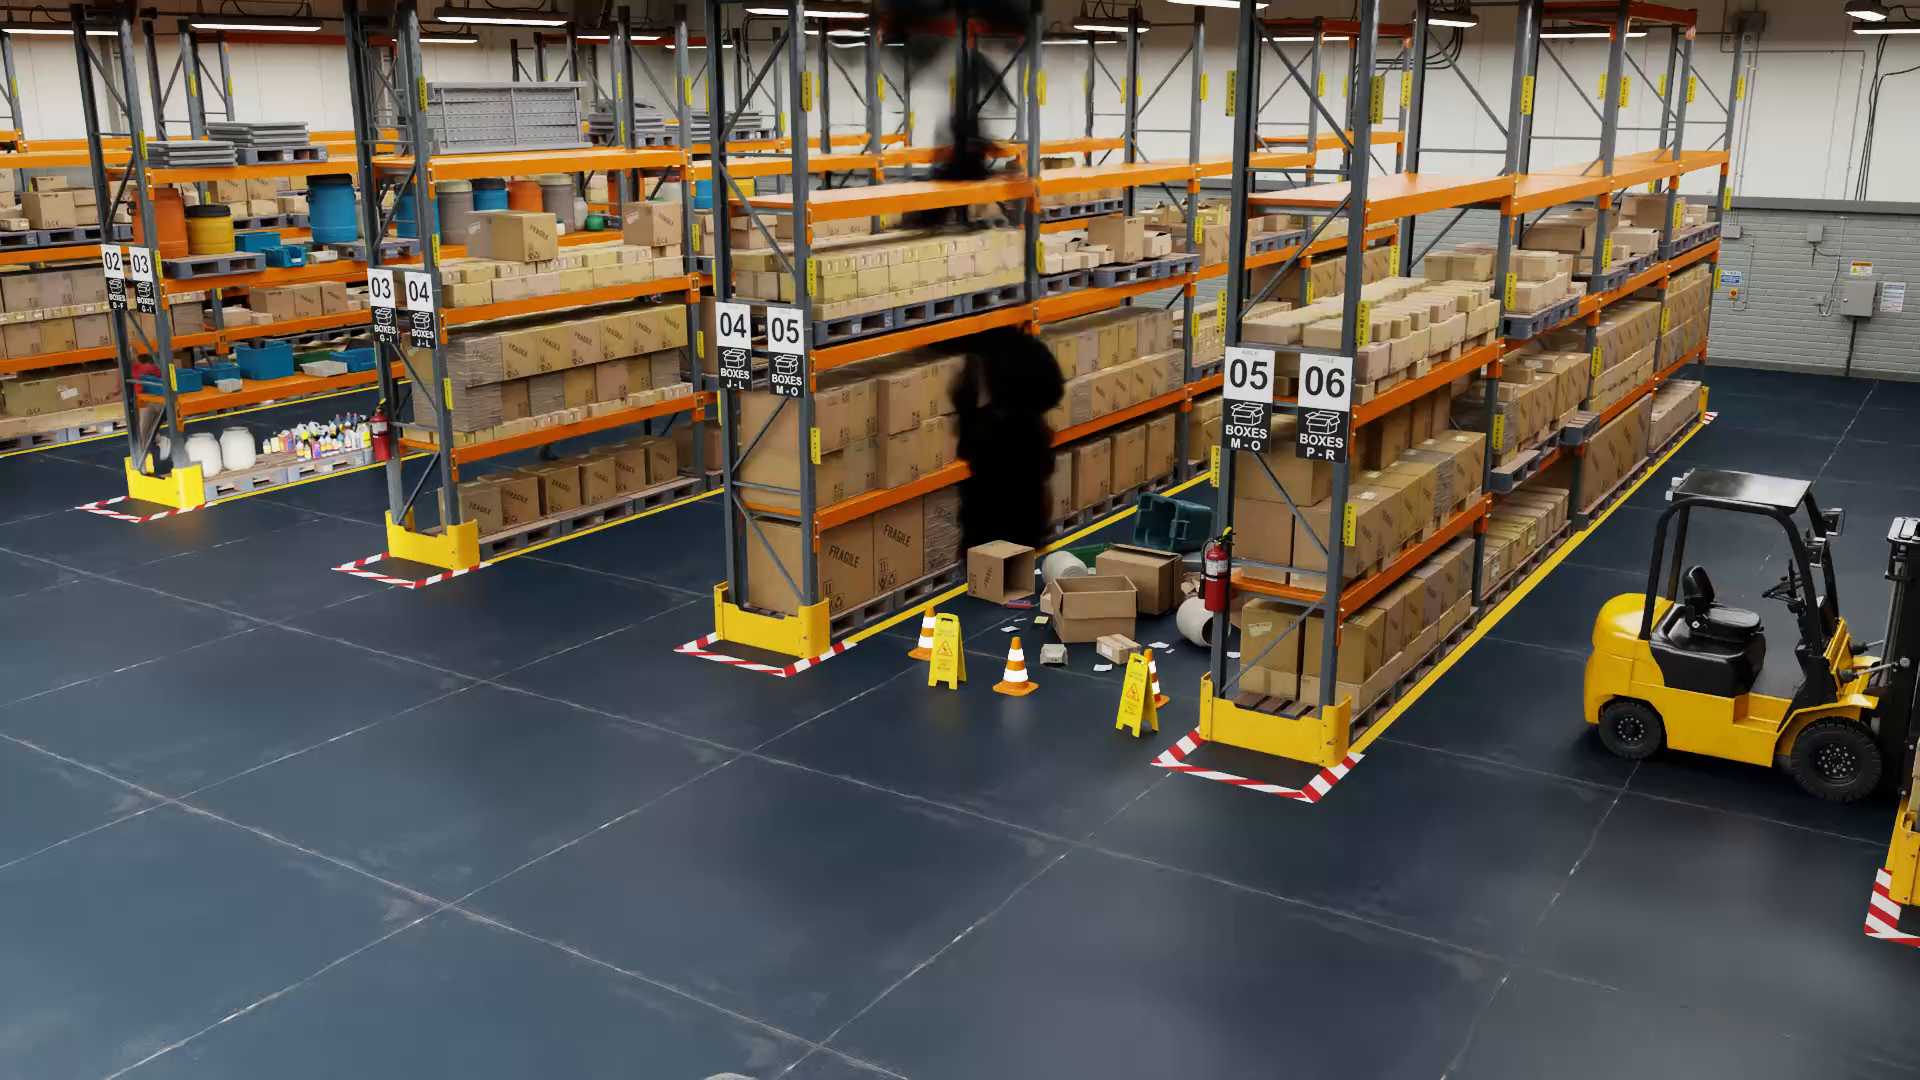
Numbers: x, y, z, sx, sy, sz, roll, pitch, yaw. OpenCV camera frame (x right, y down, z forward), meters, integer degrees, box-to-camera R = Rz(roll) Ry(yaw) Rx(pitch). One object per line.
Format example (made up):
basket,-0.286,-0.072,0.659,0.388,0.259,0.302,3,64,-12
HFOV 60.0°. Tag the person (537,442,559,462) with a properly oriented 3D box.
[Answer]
person,-5.350,-1.371,21.513,0.532,1.484,0.604,8,18,27
